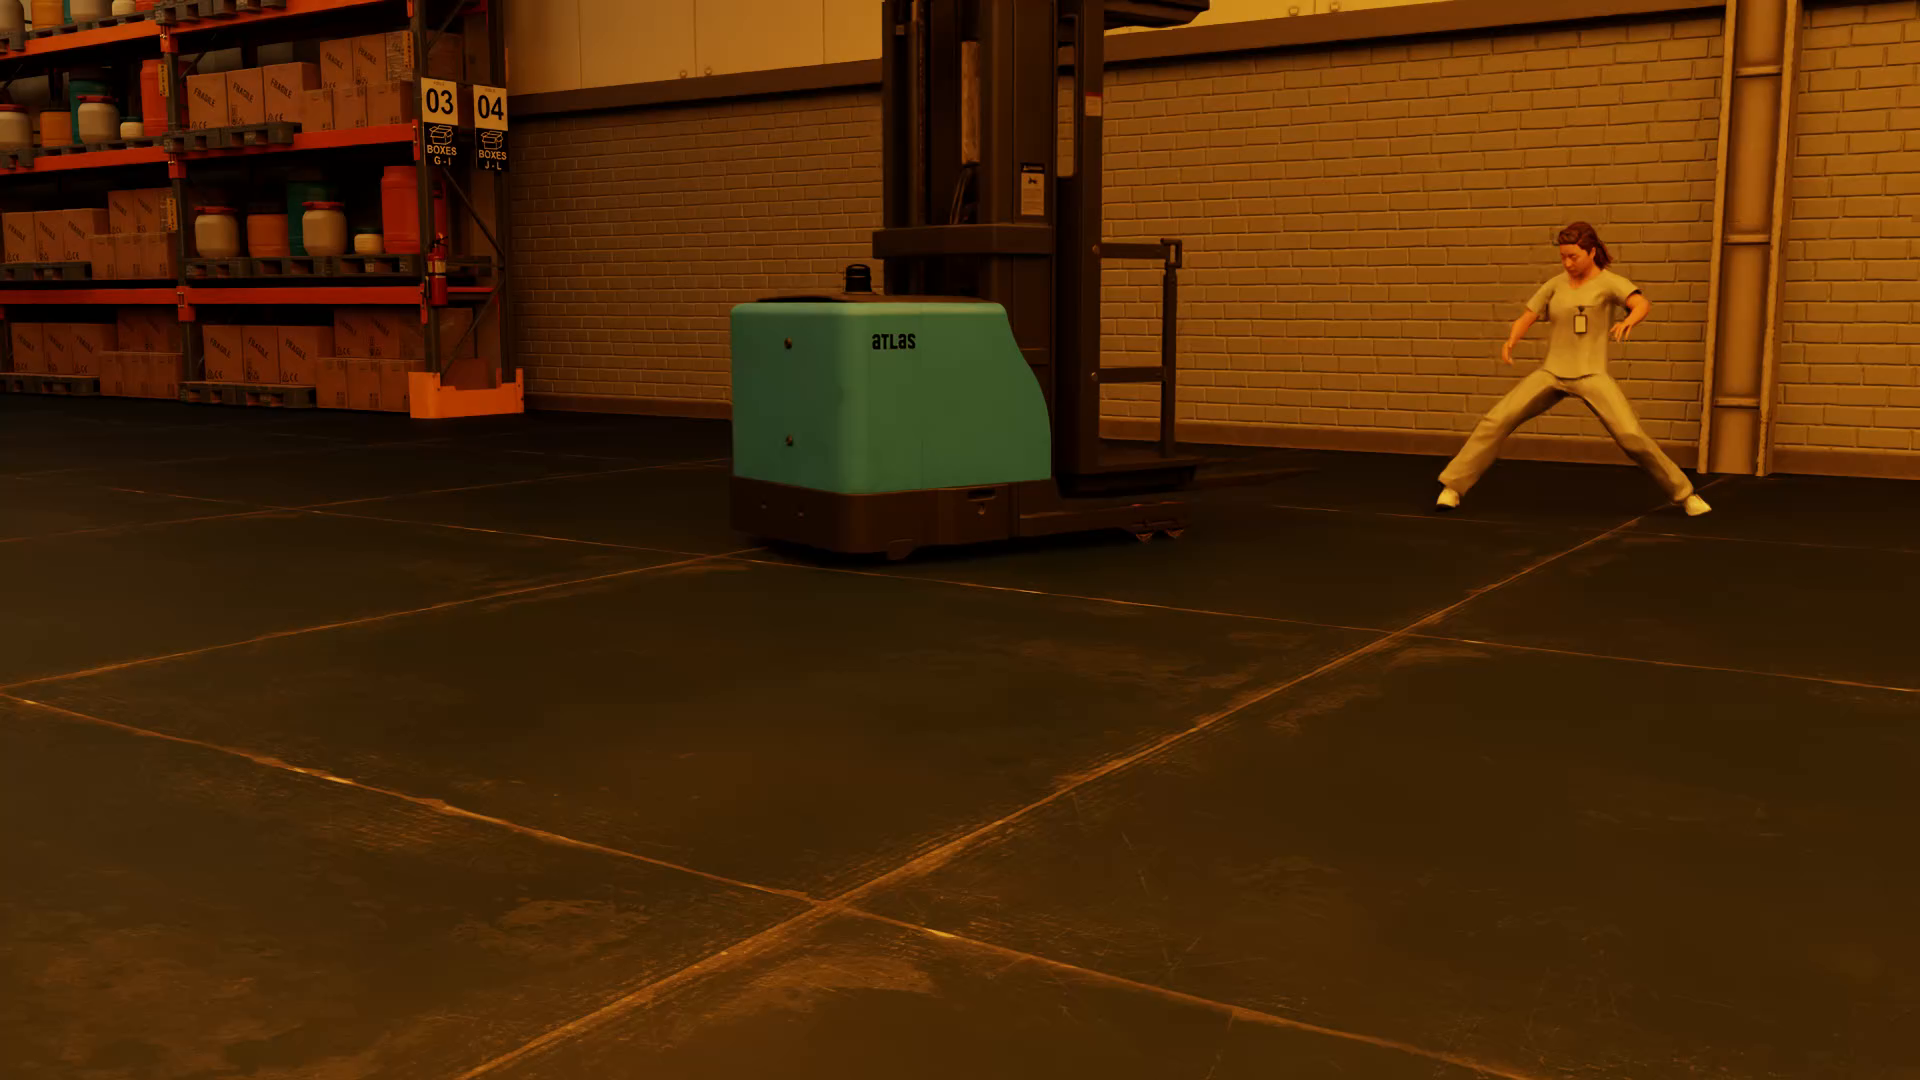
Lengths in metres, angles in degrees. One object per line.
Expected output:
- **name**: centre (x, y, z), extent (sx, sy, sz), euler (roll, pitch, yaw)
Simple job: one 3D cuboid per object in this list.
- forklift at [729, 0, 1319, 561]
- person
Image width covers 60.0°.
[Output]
- **forklift**: centre (0.451, -1.506, 7.784), extent (3.031, 2.935, 1.130), euler (-6, 10, -37)
- **person**: centre (3.135, -0.875, 8.472), extent (0.902, 1.478, 1.199), euler (-7, 11, -40)
